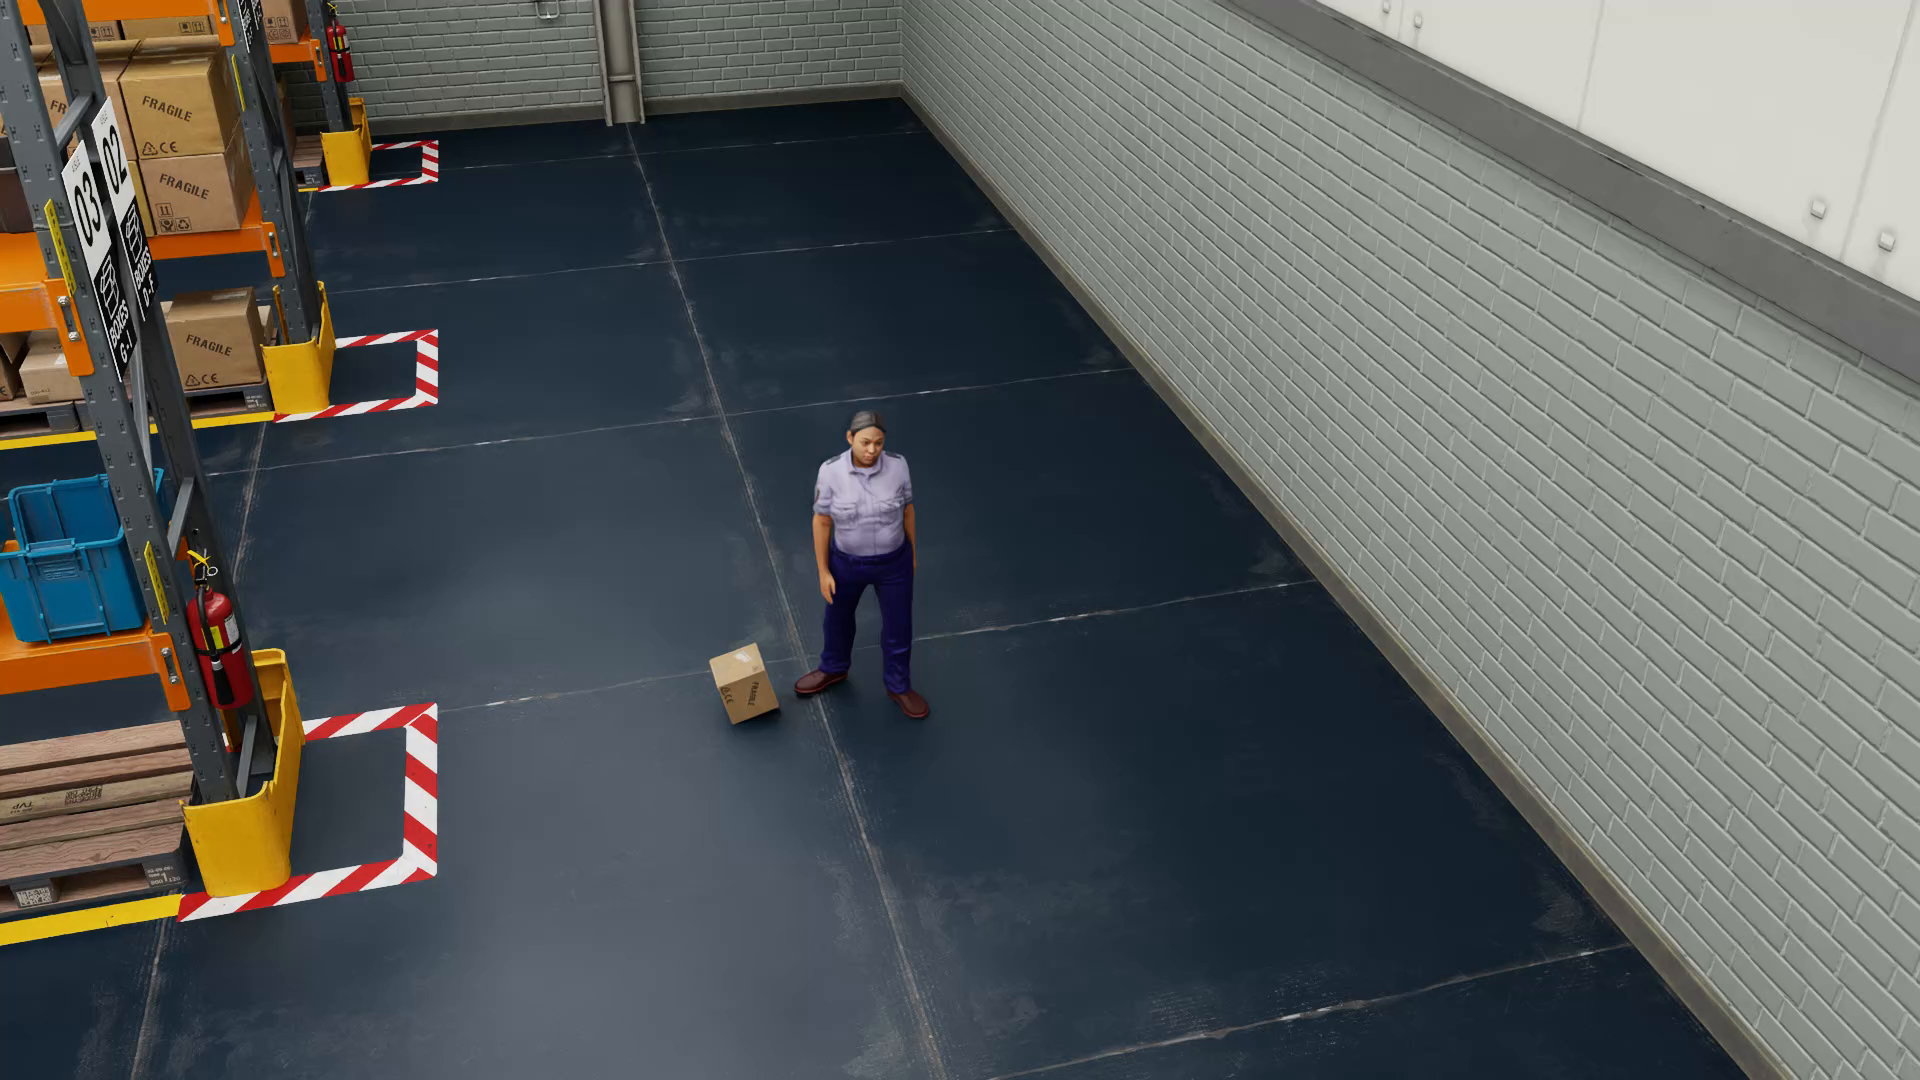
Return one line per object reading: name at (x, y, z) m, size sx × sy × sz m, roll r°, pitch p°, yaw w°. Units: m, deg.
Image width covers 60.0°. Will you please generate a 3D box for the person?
person at (-0.505, 0.105, 8.060) m, size 0.678 × 1.652 × 0.446 m, roll -2°, pitch 31°, yaw -4°
